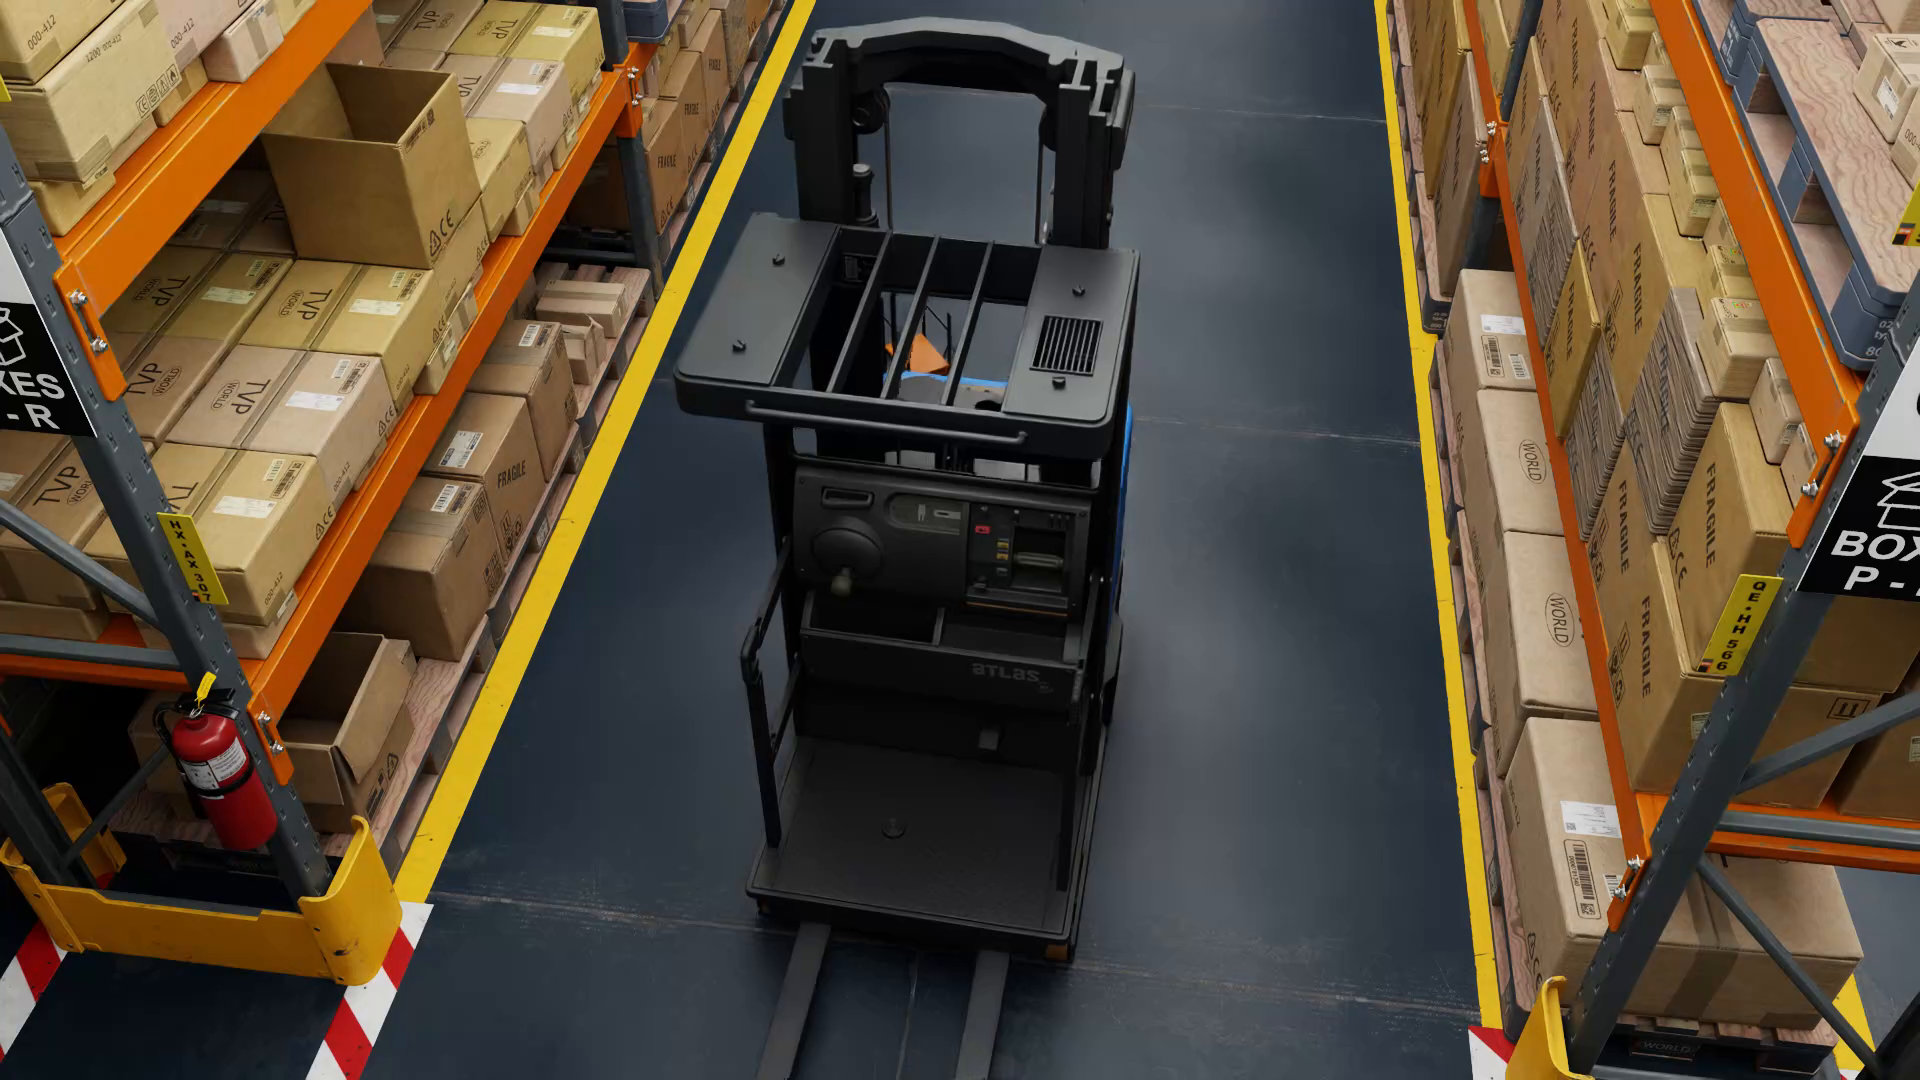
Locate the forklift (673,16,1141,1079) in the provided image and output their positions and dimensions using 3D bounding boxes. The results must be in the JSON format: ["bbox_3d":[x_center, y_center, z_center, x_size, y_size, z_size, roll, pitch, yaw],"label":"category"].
[{"bbox_3d":[-0.099,0.104,5.030,1.130,2.935,3.031,7,44,7],"label":"forklift"}]

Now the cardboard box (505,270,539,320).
[{"bbox_3d":[-2.365,-1.156,7.961,0.500,0.311,0.500,7,44,7],"label":"cardboard box"}]

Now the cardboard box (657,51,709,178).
[{"bbox_3d":[-1.695,-2.326,9.060,0.500,0.500,0.500,5,44,5],"label":"cardboard box"}]

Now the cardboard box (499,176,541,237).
[{"bbox_3d":[-1.925,-1.365,6.715,0.380,0.149,0.250,5,44,5],"label":"cardboard box"}]

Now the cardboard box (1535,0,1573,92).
[{"bbox_3d":[2.575,-2.056,6.462,0.500,0.500,0.500,6,44,6],"label":"cardboard box"}]

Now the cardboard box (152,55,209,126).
[{"bbox_3d":[-2.240,-1.231,4.391,0.380,0.149,0.250,5,44,6],"label":"cardboard box"}]

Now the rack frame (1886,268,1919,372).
[{"bbox_3d":[2.349,-1.412,2.218,1.000,3.000,0.127,5,44,6],"label":"rack frame"}]

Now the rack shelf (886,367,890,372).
[{"bbox_3d":[-0.174,-0.624,6.774,0.180,0.103,0.258,-20,47,-20],"label":"rack shelf"}]

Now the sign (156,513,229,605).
[{"bbox_3d":[-2.034,0.053,4.405,0.100,0.325,0.005,5,44,6],"label":"sign"}]

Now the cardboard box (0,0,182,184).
[{"bbox_3d":[-2.242,-1.103,3.966,0.500,0.250,0.500,5,44,5],"label":"cardboard box"}]

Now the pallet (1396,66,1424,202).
[{"bbox_3d":[3.064,-2.314,9.562,1.003,0.211,1.213,5,44,6],"label":"pallet"}]

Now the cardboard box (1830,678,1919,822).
[{"bbox_3d":[2.697,0.429,4.565,0.500,0.500,0.500,5,44,5],"label":"cardboard box"}]

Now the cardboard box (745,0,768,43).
[{"bbox_3d":[-1.500,-3.374,10.167,0.500,0.500,0.500,7,44,7],"label":"cardboard box"}]

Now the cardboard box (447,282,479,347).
[{"bbox_3d":[-2.022,-0.845,6.165,0.380,0.149,0.250,6,44,6],"label":"cardboard box"}]

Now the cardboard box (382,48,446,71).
[{"bbox_3d":[-2.435,-1.806,6.891,0.500,0.250,0.500,5,44,5],"label":"cardboard box"}]

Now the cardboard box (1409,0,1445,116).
[{"bbox_3d":[3.111,-2.996,9.495,0.875,0.875,0.875,6,44,6],"label":"cardboard box"}]

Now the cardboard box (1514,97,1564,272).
[{"bbox_3d":[2.486,-1.357,6.451,0.500,0.500,0.500,5,44,6],"label":"cardboard box"}]

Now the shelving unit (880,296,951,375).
[{"bbox_3d":[-0.174,-0.482,6.908,0.189,1.200,0.258,-20,47,-20],"label":"shelving unit"}]

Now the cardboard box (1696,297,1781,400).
[{"bbox_3d":[2.158,-0.490,4.336,0.380,0.149,0.250,5,44,5],"label":"cardboard box"}]

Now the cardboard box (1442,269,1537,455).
[{"bbox_3d":[2.688,-0.764,7.455,0.875,0.438,0.875,5,44,5],"label":"cardboard box"}]

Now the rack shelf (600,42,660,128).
[{"bbox_3d":[-1.779,-3.510,9.321,1.077,0.370,4.000,5,44,6],"label":"rack shelf"}]

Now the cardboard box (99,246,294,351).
[{"bbox_3d":[-2.634,-0.762,5.788,0.500,0.250,0.500,7,44,7],"label":"cardboard box"}]

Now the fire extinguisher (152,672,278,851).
[{"bbox_3d":[-2.133,0.624,4.759,0.296,0.674,0.183,5,44,6],"label":"fire extinguisher"}]

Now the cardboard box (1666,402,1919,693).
[{"bbox_3d":[2.177,0.017,4.273,0.500,0.500,0.500,7,44,7],"label":"cardboard box"}]

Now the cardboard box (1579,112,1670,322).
[{"bbox_3d":[2.354,-1.021,5.369,0.500,0.500,0.500,5,44,5],"label":"cardboard box"}]

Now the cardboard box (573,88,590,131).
[{"bbox_3d":[-1.848,-1.897,7.277,0.380,0.149,0.250,6,44,7],"label":"cardboard box"}]

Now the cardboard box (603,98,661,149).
[{"bbox_3d":[-1.732,-2.109,8.359,0.380,0.149,0.250,7,44,7],"label":"cardboard box"}]

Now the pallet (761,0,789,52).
[{"bbox_3d":[-1.650,-3.616,10.938,1.003,0.211,1.213,5,44,6],"label":"pallet"}]

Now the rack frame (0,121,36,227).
[{"bbox_3d":[-2.572,-1.861,2.692,1.000,3.000,0.127,5,44,6],"label":"rack frame"}]

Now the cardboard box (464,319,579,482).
[{"bbox_3d":[-2.108,-0.622,7.260,0.700,0.500,0.500,4,44,4],"label":"cardboard box"}]

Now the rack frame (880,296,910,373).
[{"bbox_3d":[-0.254,-0.452,6.877,0.006,1.200,0.240,-20,47,-20],"label":"rack frame"}]

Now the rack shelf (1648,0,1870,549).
[{"bbox_3d":[2.613,-1.425,4.937,1.077,0.370,4.000,5,44,6],"label":"rack shelf"}]

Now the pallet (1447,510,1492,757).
[{"bbox_3d":[2.541,0.398,6.698,1.003,0.211,1.213,5,44,6],"label":"pallet"}]

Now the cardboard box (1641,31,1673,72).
[{"bbox_3d":[2.460,-1.528,5.432,0.380,0.149,0.250,5,44,5],"label":"cardboard box"}]

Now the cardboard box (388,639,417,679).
[{"bbox_3d":[-2.302,0.506,6.324,0.380,0.149,0.250,4,44,4],"label":"cardboard box"}]

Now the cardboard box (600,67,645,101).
[{"bbox_3d":[-1.792,-2.222,8.262,0.380,0.149,0.250,5,44,5],"label":"cardboard box"}]

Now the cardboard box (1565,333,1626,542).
[{"bbox_3d":[2.290,-0.315,5.350,0.500,0.500,0.500,6,44,7],"label":"cardboard box"}]

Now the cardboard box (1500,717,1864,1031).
[{"bbox_3d":[2.337,1.085,5.502,0.875,0.438,0.875,4,44,4],"label":"cardboard box"}]

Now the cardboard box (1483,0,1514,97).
[{"bbox_3d":[2.687,-2.234,7.559,0.500,0.250,0.500,4,44,5],"label":"cardboard box"}]

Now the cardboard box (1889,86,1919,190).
[{"bbox_3d":[2.319,-0.772,3.455,0.500,0.250,0.500,2,43,2],"label":"cardboard box"}]

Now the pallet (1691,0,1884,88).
[{"bbox_3d":[2.595,-1.631,4.696,1.003,0.211,1.213,5,44,6],"label":"pallet"}]

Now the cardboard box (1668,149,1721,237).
[{"bbox_3d":[2.312,-1.006,4.881,0.380,0.149,0.250,6,44,7],"label":"cardboard box"}]

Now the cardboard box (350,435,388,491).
[{"bbox_3d":[-2.174,-0.317,5.608,0.380,0.149,0.250,7,44,7],"label":"cardboard box"}]

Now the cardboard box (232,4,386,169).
[{"bbox_3d":[-2.504,-1.743,6.279,0.500,0.500,0.500,4,44,4],"label":"cardboard box"}]

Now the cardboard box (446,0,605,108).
[{"bbox_3d":[-1.868,-2.093,7.193,0.500,0.250,0.500,6,44,7],"label":"cardboard box"}]

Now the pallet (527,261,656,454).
[{"bbox_3d":[-2.135,-0.928,8.099,1.003,0.211,1.213,5,44,6],"label":"pallet"}]

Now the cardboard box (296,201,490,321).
[{"bbox_3d":[-2.068,-1.060,6.103,0.500,0.250,0.500,4,44,4],"label":"cardboard box"}]

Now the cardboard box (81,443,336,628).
[{"bbox_3d":[-2.245,-0.020,5.005,0.500,0.250,0.500,5,44,6],"label":"cardboard box"}]

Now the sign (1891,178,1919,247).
[{"bbox_3d":[1.813,-0.674,3.035,0.100,0.325,0.005,5,44,6],"label":"sign"}]

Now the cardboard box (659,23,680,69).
[{"bbox_3d":[-1.726,-2.669,8.950,0.380,0.149,0.250,5,44,5],"label":"cardboard box"}]
